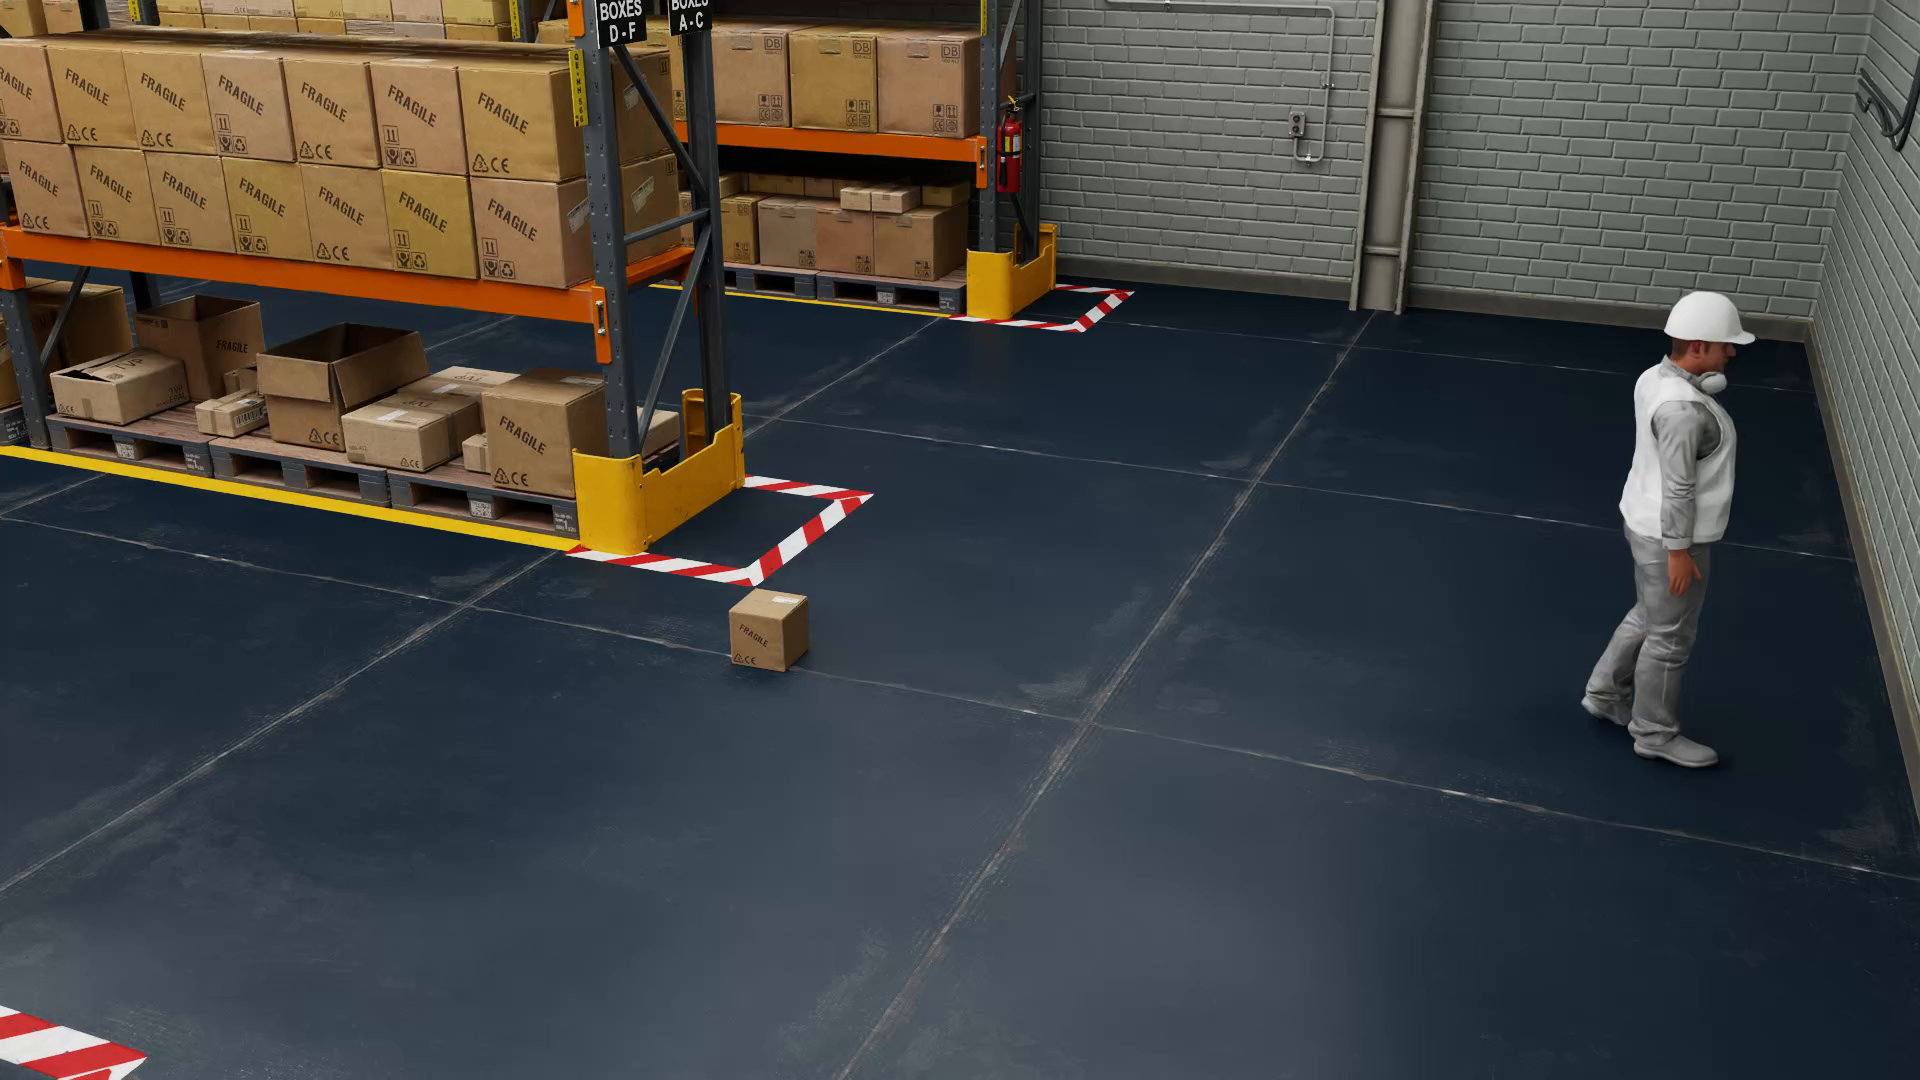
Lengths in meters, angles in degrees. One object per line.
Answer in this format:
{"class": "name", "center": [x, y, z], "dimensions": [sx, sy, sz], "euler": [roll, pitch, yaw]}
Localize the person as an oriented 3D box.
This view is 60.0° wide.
{"class": "person", "center": [2.667, -0.009, 6.128], "dimensions": [0.460, 1.840, 0.549], "euler": [4, 23, 11]}
